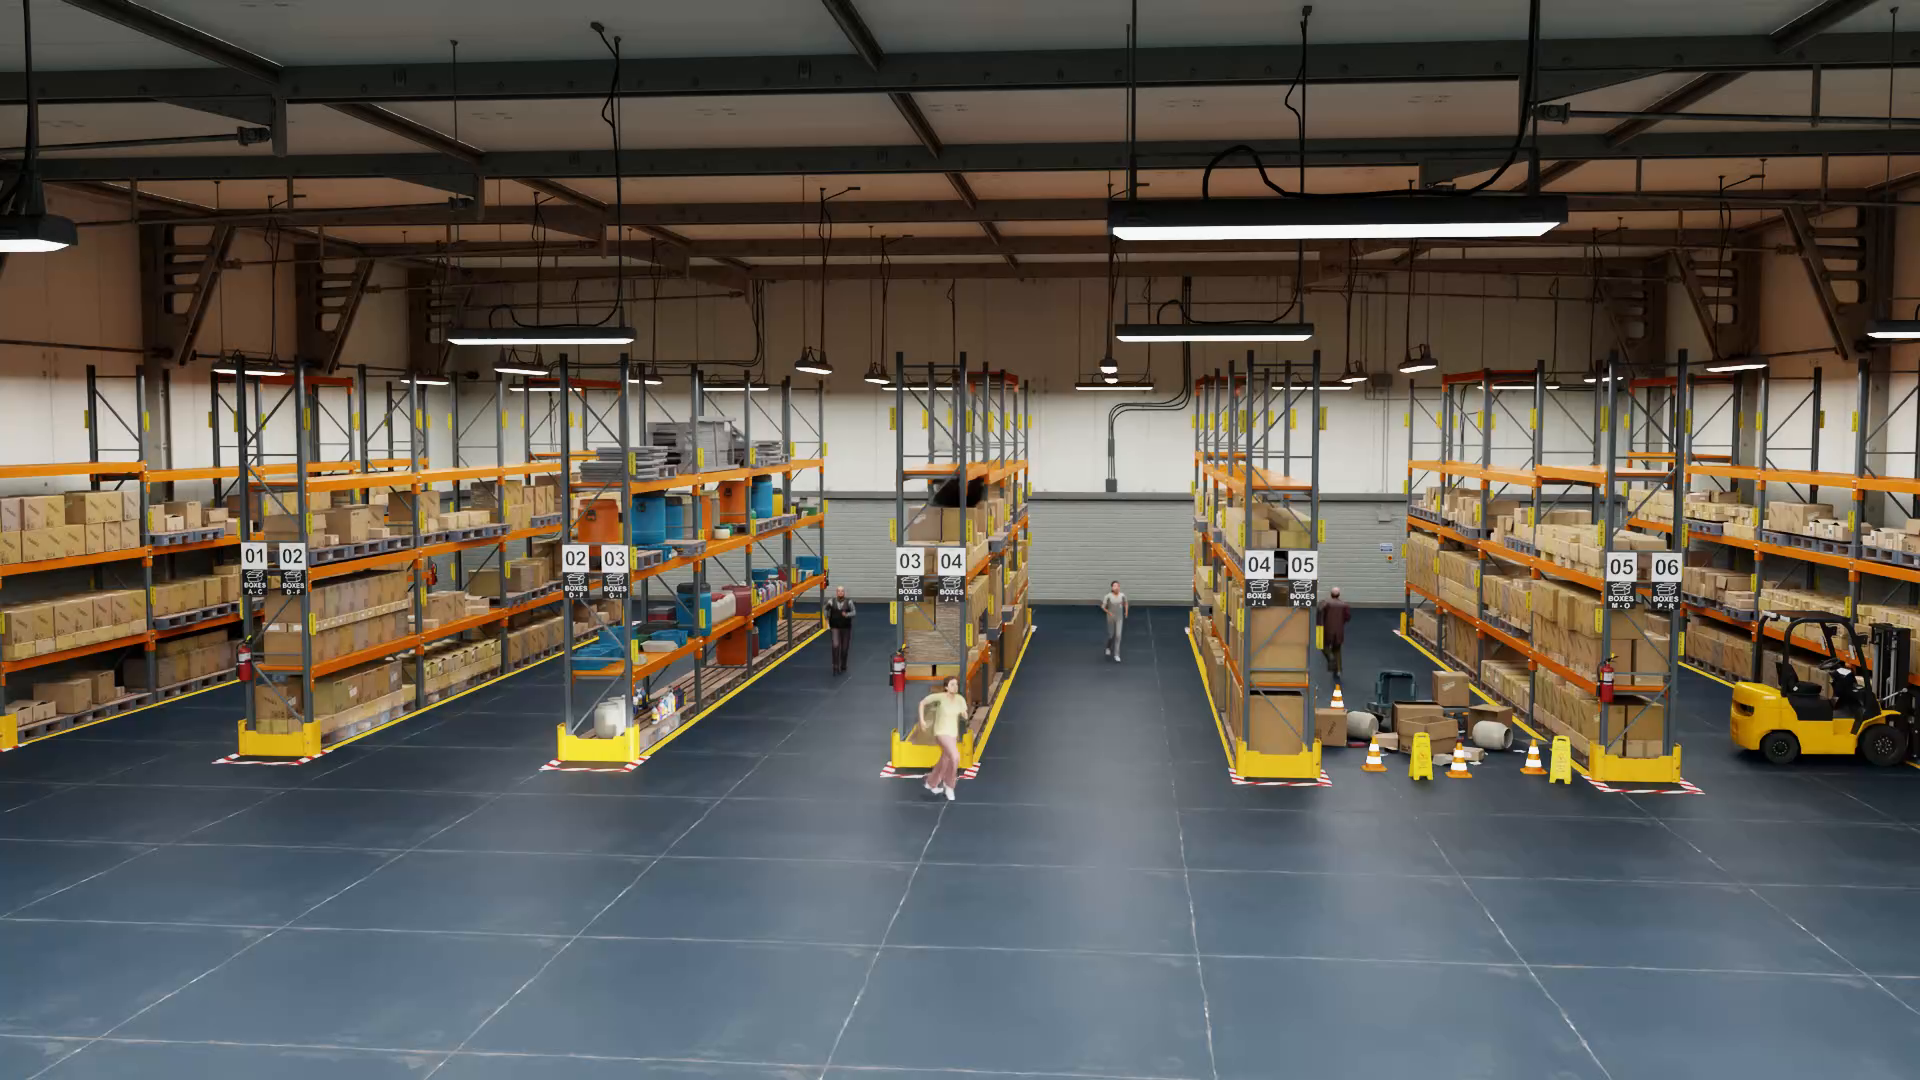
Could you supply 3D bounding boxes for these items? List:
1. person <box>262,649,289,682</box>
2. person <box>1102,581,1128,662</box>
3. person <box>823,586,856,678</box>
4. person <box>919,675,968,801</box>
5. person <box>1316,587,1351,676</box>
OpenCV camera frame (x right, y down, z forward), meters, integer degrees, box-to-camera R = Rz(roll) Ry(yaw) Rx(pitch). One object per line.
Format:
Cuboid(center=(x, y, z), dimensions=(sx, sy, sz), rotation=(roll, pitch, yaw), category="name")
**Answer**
Cuboid(center=(-11.699, 2.105, 28.733), dimensions=(0.713, 1.730, 0.661), rotation=(1, 4, 12), category="person")
Cuboid(center=(3.271, 1.687, 35.056), dimensions=(0.589, 1.670, 0.794), rotation=(0, 4, -7), category="person")
Cuboid(center=(-2.372, 1.798, 32.937), dimensions=(0.631, 1.778, 0.791), rotation=(-1, 4, -9), category="person")
Cuboid(center=(-0.197, 2.605, 22.012), dimensions=(0.604, 1.655, 0.786), rotation=(-3, 5, -37), category="person")
Cuboid(center=(7.353, 1.800, 32.847), dimensions=(0.732, 1.736, 0.785), rotation=(0, 4, 1), category="person")
